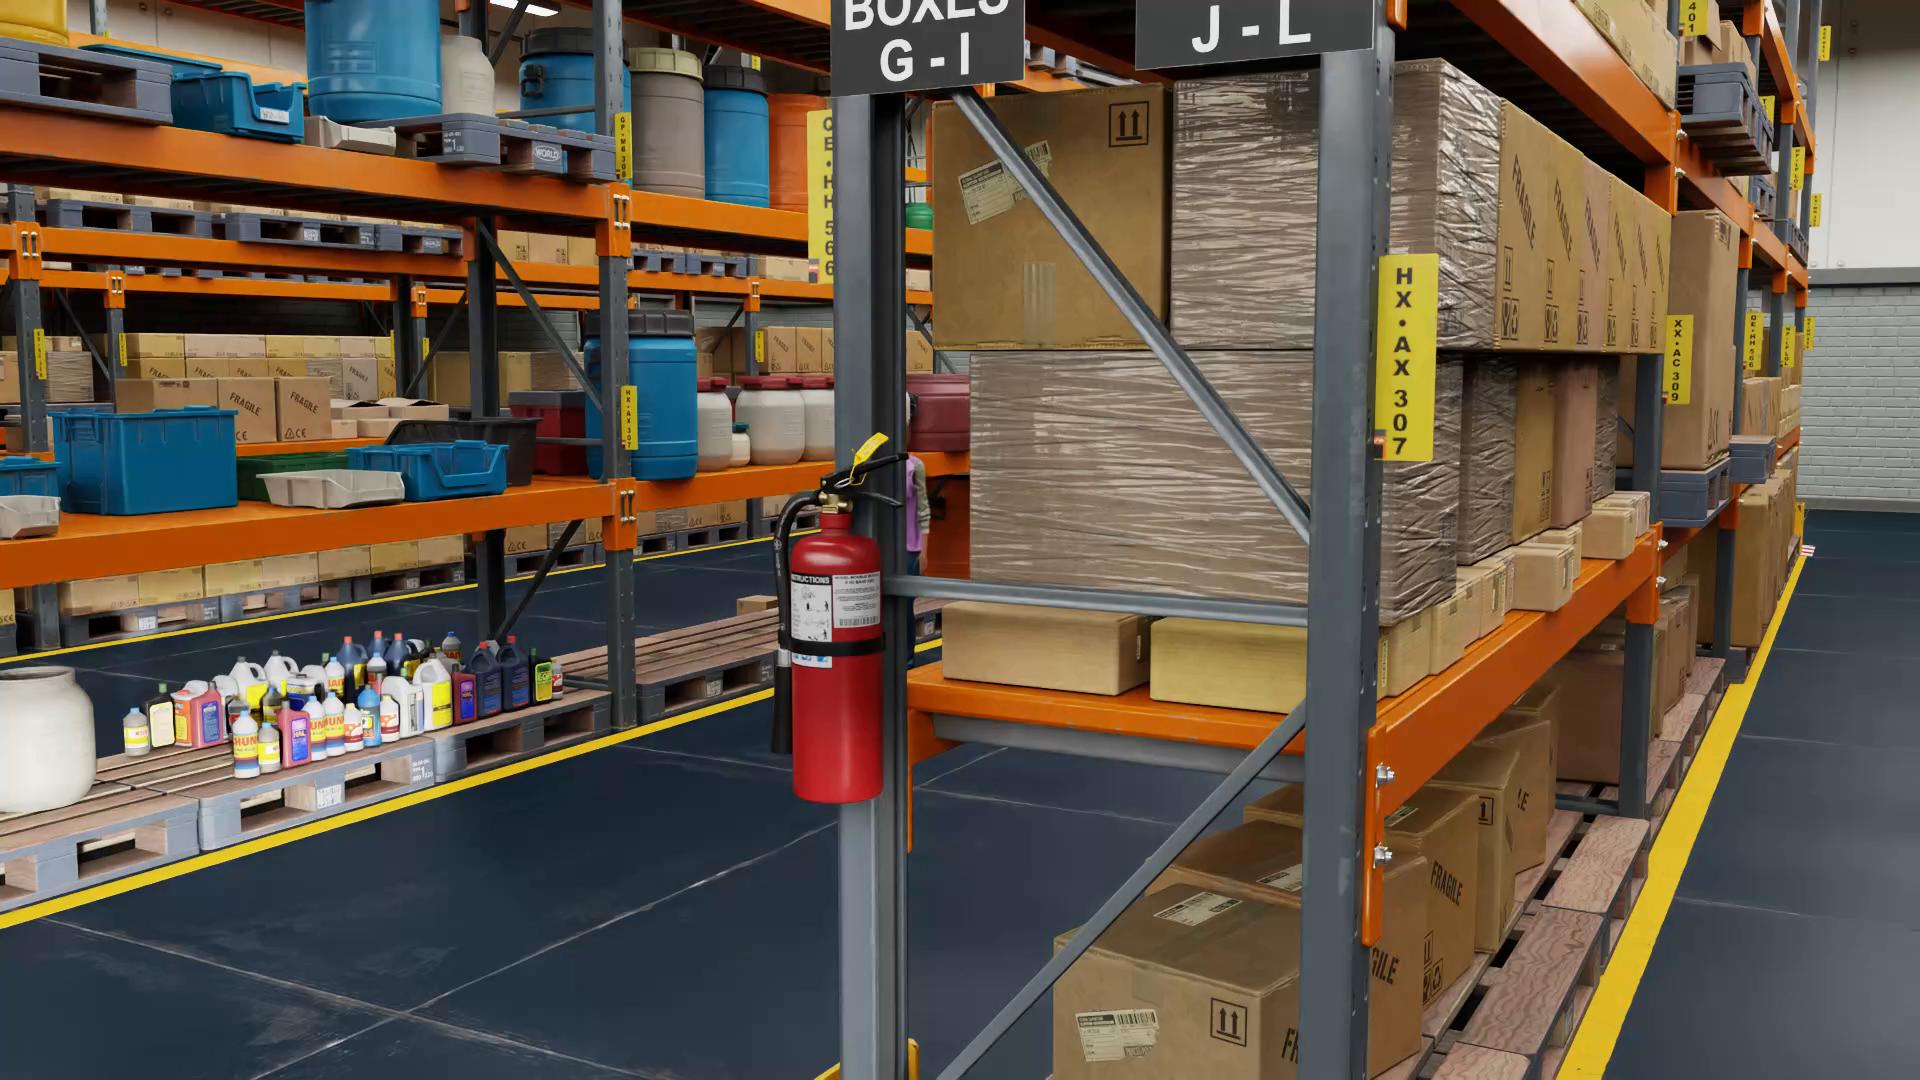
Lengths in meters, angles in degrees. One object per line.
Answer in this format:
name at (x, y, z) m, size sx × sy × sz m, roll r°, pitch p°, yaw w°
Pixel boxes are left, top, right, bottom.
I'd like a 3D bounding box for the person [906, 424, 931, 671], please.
person at (-0.387, 0.074, 9.627) m, size 0.434 × 1.595 × 0.427 m, roll 1°, pitch 6°, yaw 13°
